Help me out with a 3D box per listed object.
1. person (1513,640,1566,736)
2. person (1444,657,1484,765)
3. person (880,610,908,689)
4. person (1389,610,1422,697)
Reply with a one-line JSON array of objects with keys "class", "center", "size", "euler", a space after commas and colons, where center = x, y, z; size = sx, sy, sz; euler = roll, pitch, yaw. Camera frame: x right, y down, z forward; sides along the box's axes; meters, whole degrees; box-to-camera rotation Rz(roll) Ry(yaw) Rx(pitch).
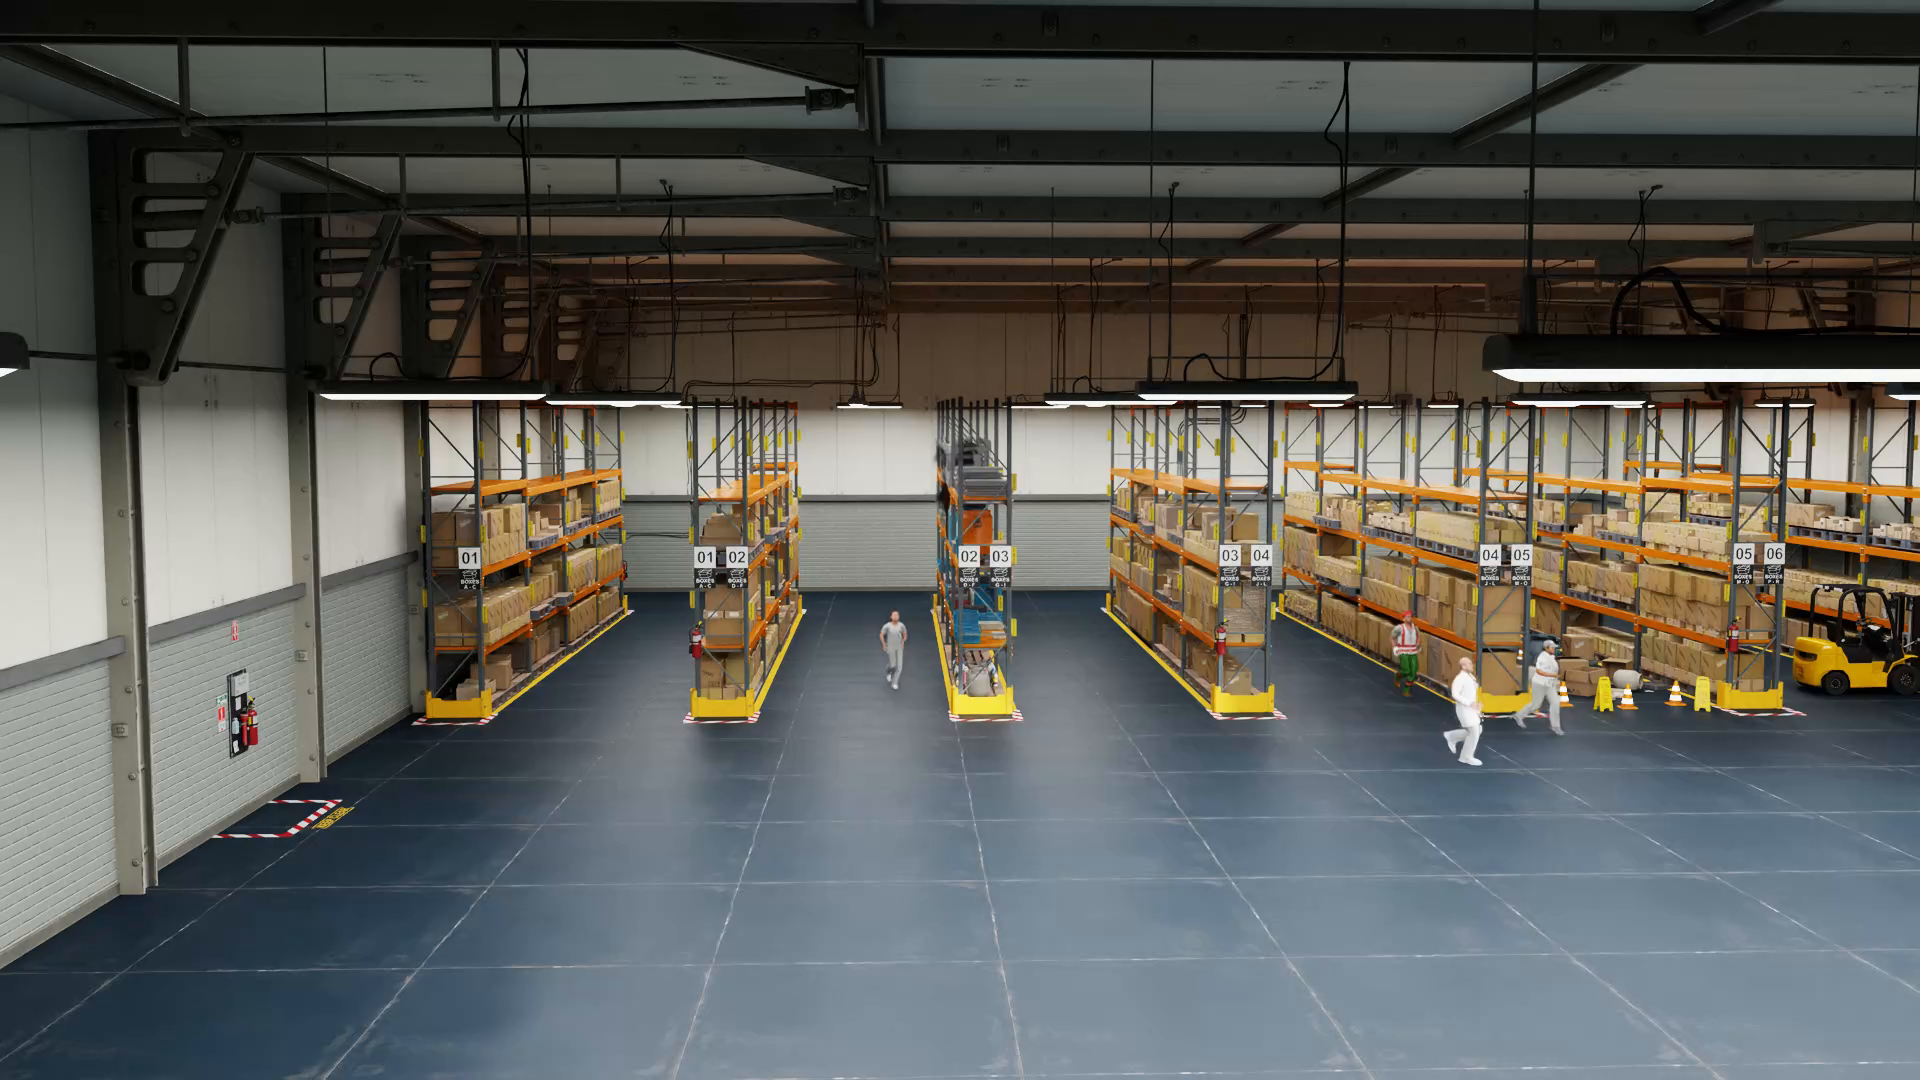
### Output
[{"class": "person", "center": [10.387, 2.607, 29.684], "size": [0.605, 1.678, 0.945], "euler": [-4, 6, -43]}, {"class": "person", "center": [8.191, 2.775, 27.082], "size": [0.652, 1.739, 0.712], "euler": [3, 5, 33]}, {"class": "person", "center": [-1.352, 2.261, 34.402], "size": [0.571, 1.626, 0.564], "euler": [-1, 5, -16]}, {"class": "person", "center": [8.985, 2.278, 33.408], "size": [0.658, 1.737, 0.600], "euler": [-1, 4, -11]}]
